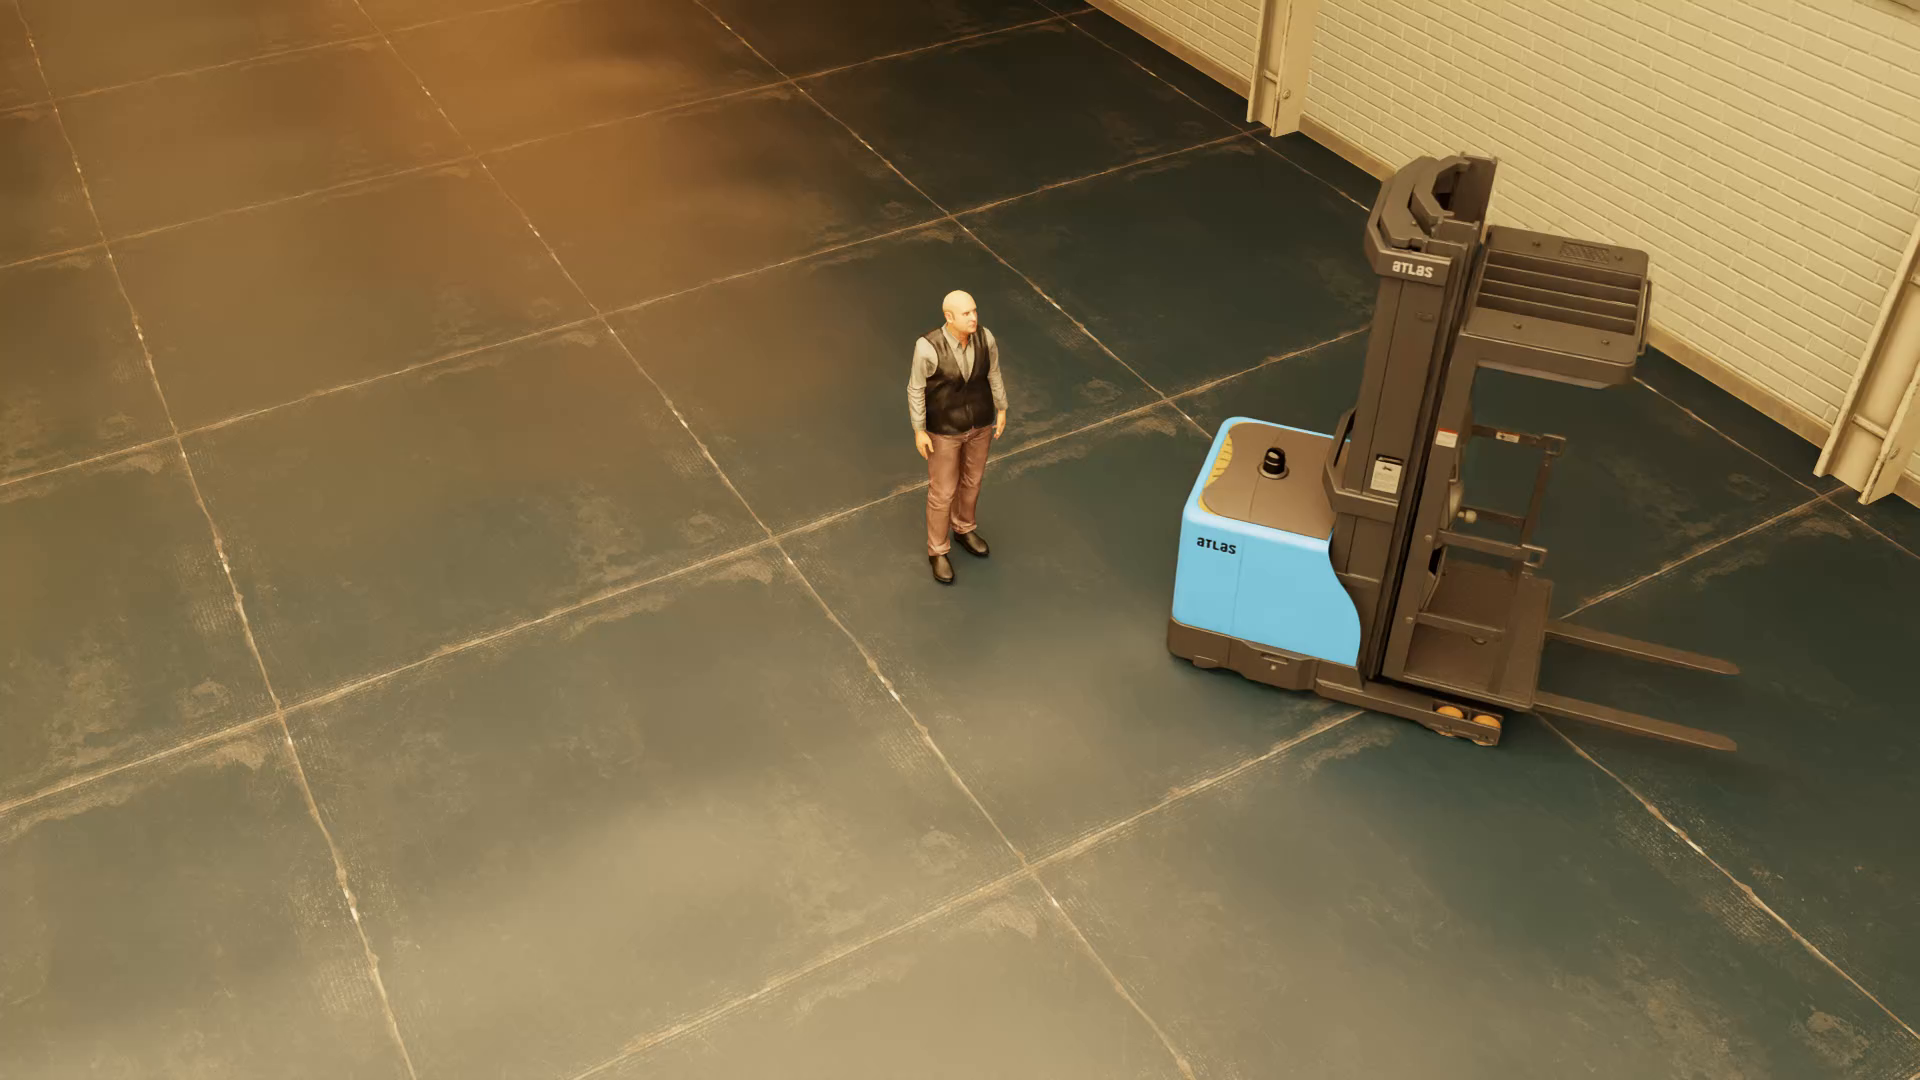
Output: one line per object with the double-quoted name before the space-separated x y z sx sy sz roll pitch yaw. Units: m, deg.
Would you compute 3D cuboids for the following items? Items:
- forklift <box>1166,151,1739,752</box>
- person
"forklift" 2.749 -0.403 8.522 3.031 2.935 1.130 14 42 16
"person" 0.026 -0.631 9.733 0.634 1.723 0.565 -20 44 -23
